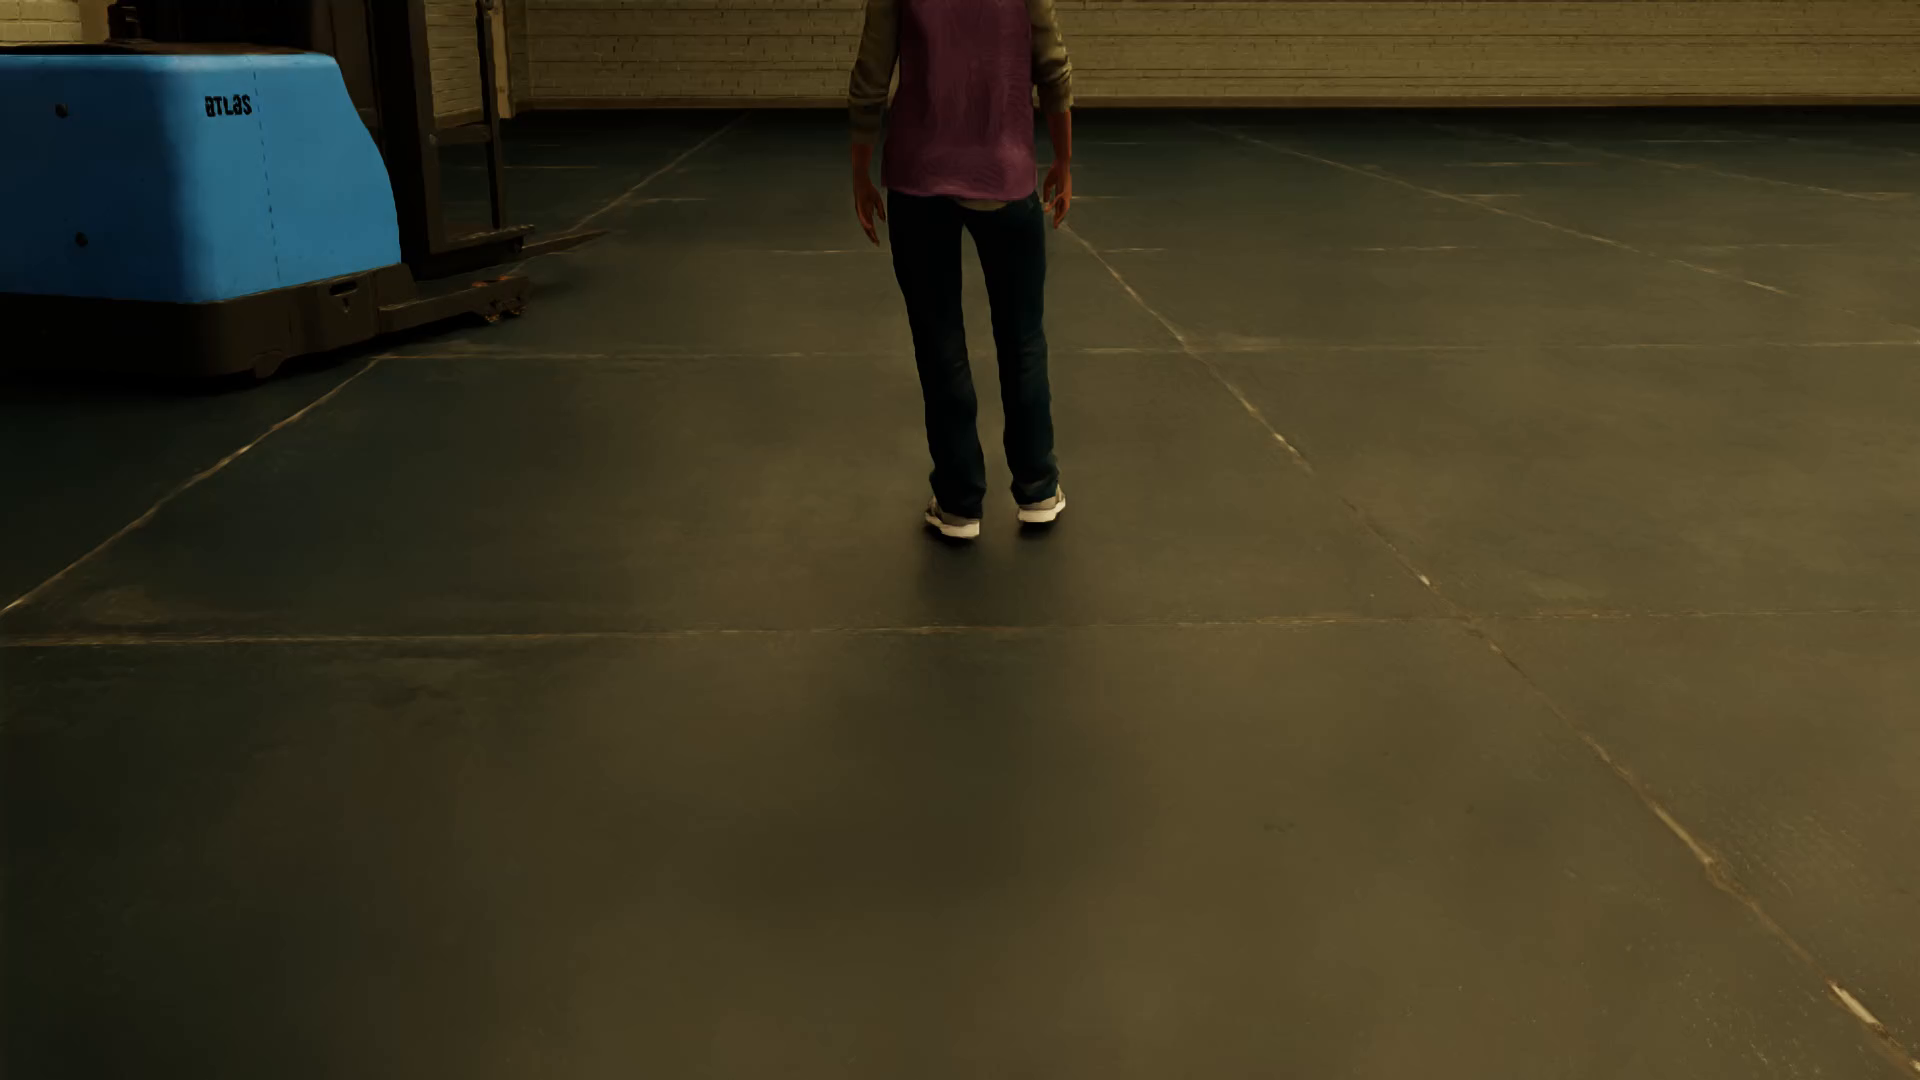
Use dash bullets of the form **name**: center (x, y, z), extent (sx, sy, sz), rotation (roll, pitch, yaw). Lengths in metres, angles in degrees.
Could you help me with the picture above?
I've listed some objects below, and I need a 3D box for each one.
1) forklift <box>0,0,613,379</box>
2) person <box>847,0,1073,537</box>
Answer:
- **forklift**: center (-2.465, -2.324, 6.504), extent (1.130, 2.935, 3.031), rotation (5, 18, 16)
- **person**: center (0.010, -0.792, 3.754), extent (0.520, 1.597, 0.474), rotation (-1, 17, -3)
